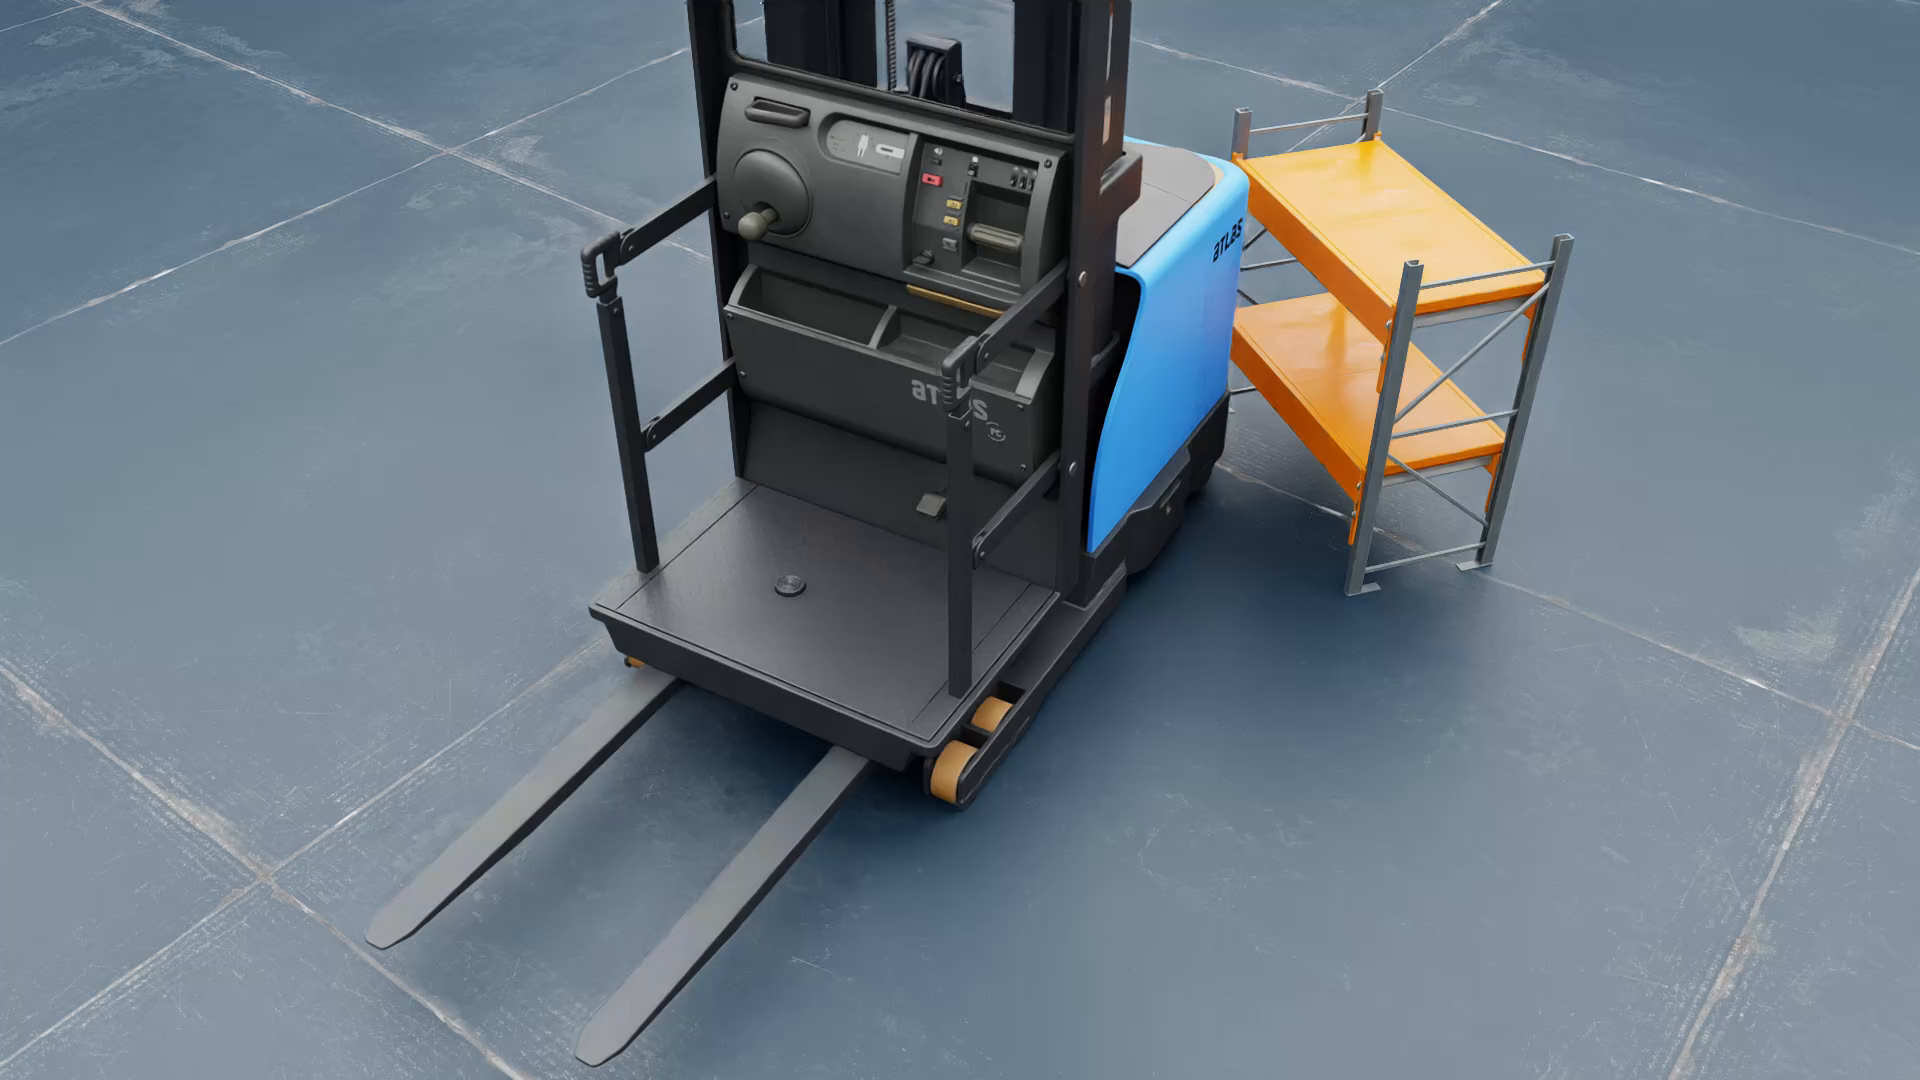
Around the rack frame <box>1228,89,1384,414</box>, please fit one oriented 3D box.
[{"bbox_3d":[1.090,-0.922,5.516,0.500,1.125,0.032,-11,39,-14],"label":"rack frame"}]

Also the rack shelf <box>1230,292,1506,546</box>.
[{"bbox_3d":[1.248,-0.432,5.286,0.538,0.278,1.000,-11,39,-14],"label":"rack shelf"}]

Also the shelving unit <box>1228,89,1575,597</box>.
[{"bbox_3d":[1.248,-0.625,5.135,0.538,1.125,1.048,-11,39,-14],"label":"shelving unit"}]

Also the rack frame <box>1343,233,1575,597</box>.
[{"bbox_3d":[1.407,-0.327,4.755,0.500,1.125,0.032,-11,39,-14],"label":"rack frame"}]

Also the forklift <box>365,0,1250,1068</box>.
[{"bbox_3d":[-0.297,-0.786,3.876,1.130,2.935,3.031,20,42,23],"label":"forklift"}]

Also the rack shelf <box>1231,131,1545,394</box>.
[{"bbox_3d":[1.248,-0.855,4.955,0.538,0.278,1.000,-11,39,-14],"label":"rack shelf"}]
